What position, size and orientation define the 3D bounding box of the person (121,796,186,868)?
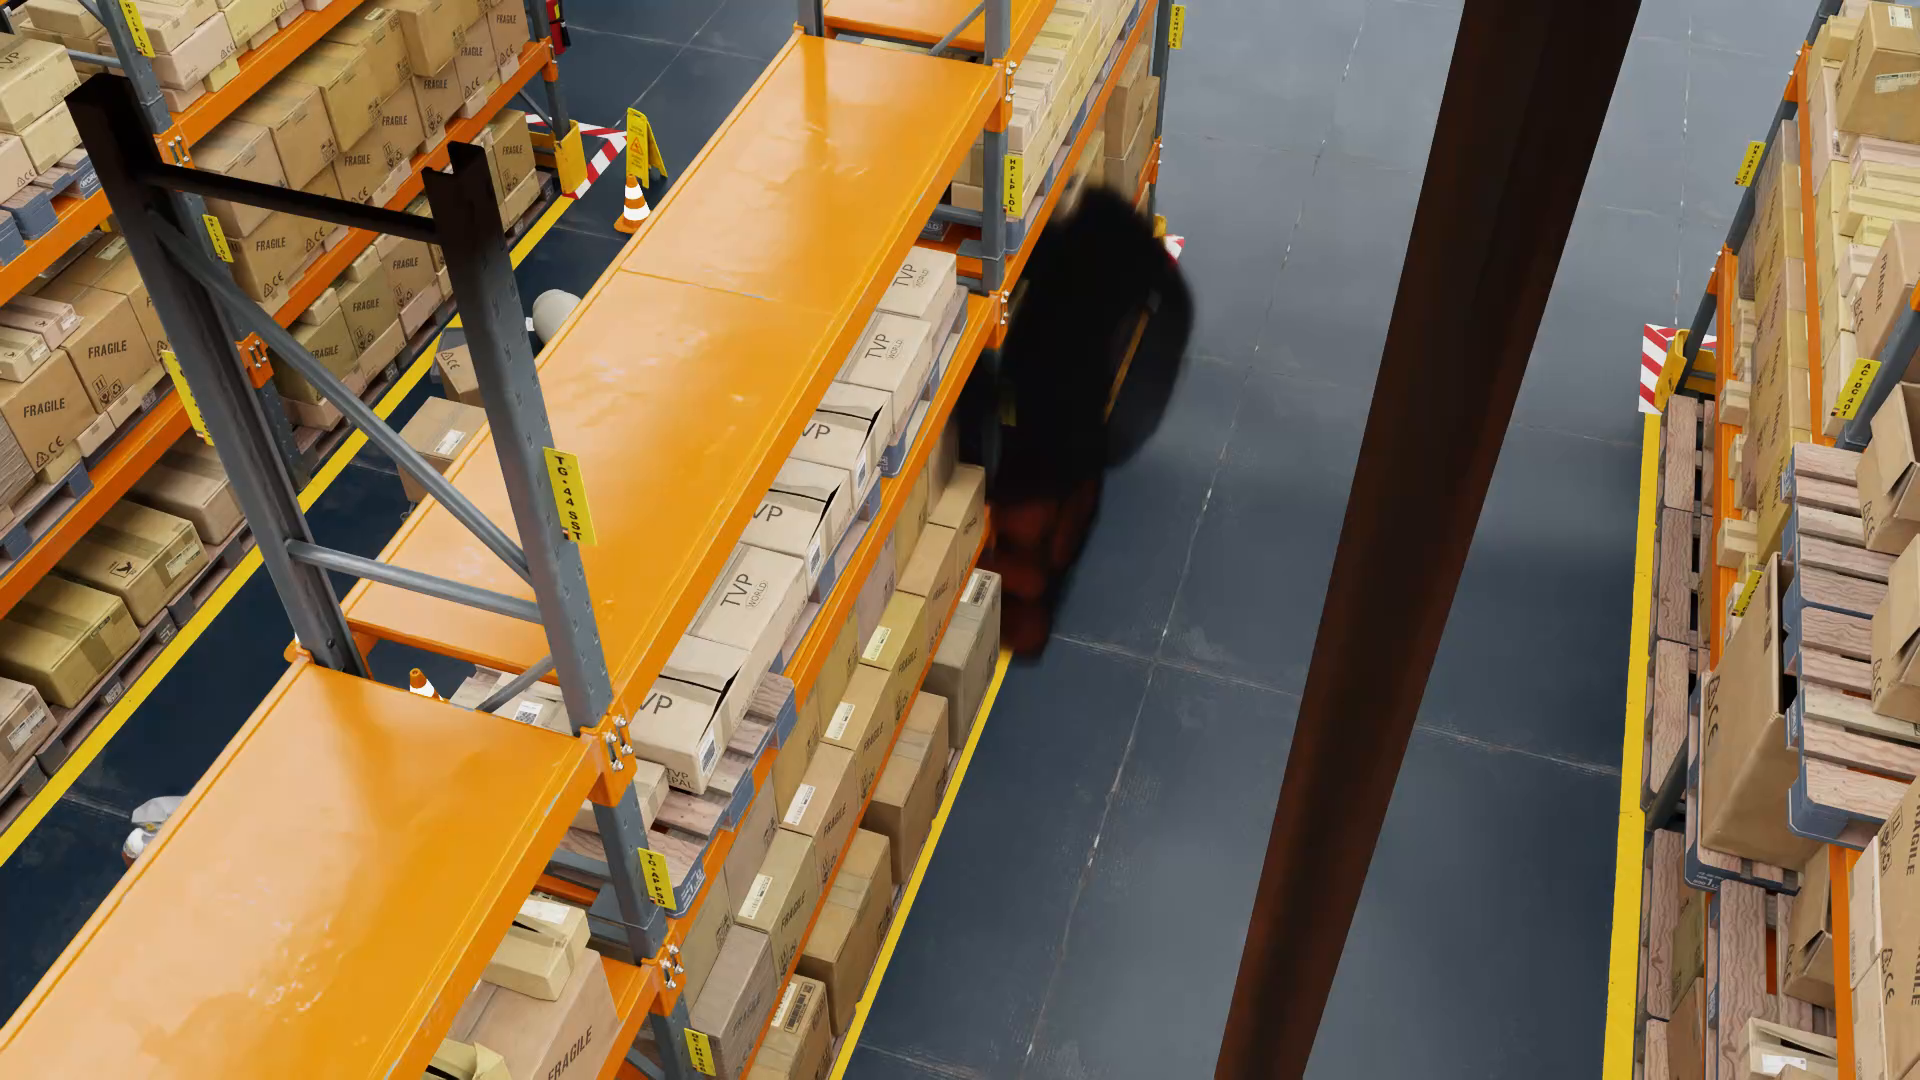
[{"bbox_3d":[-3.761,1.728,8.315,0.626,1.644,0.541,0,46,0],"label":"person"}]
